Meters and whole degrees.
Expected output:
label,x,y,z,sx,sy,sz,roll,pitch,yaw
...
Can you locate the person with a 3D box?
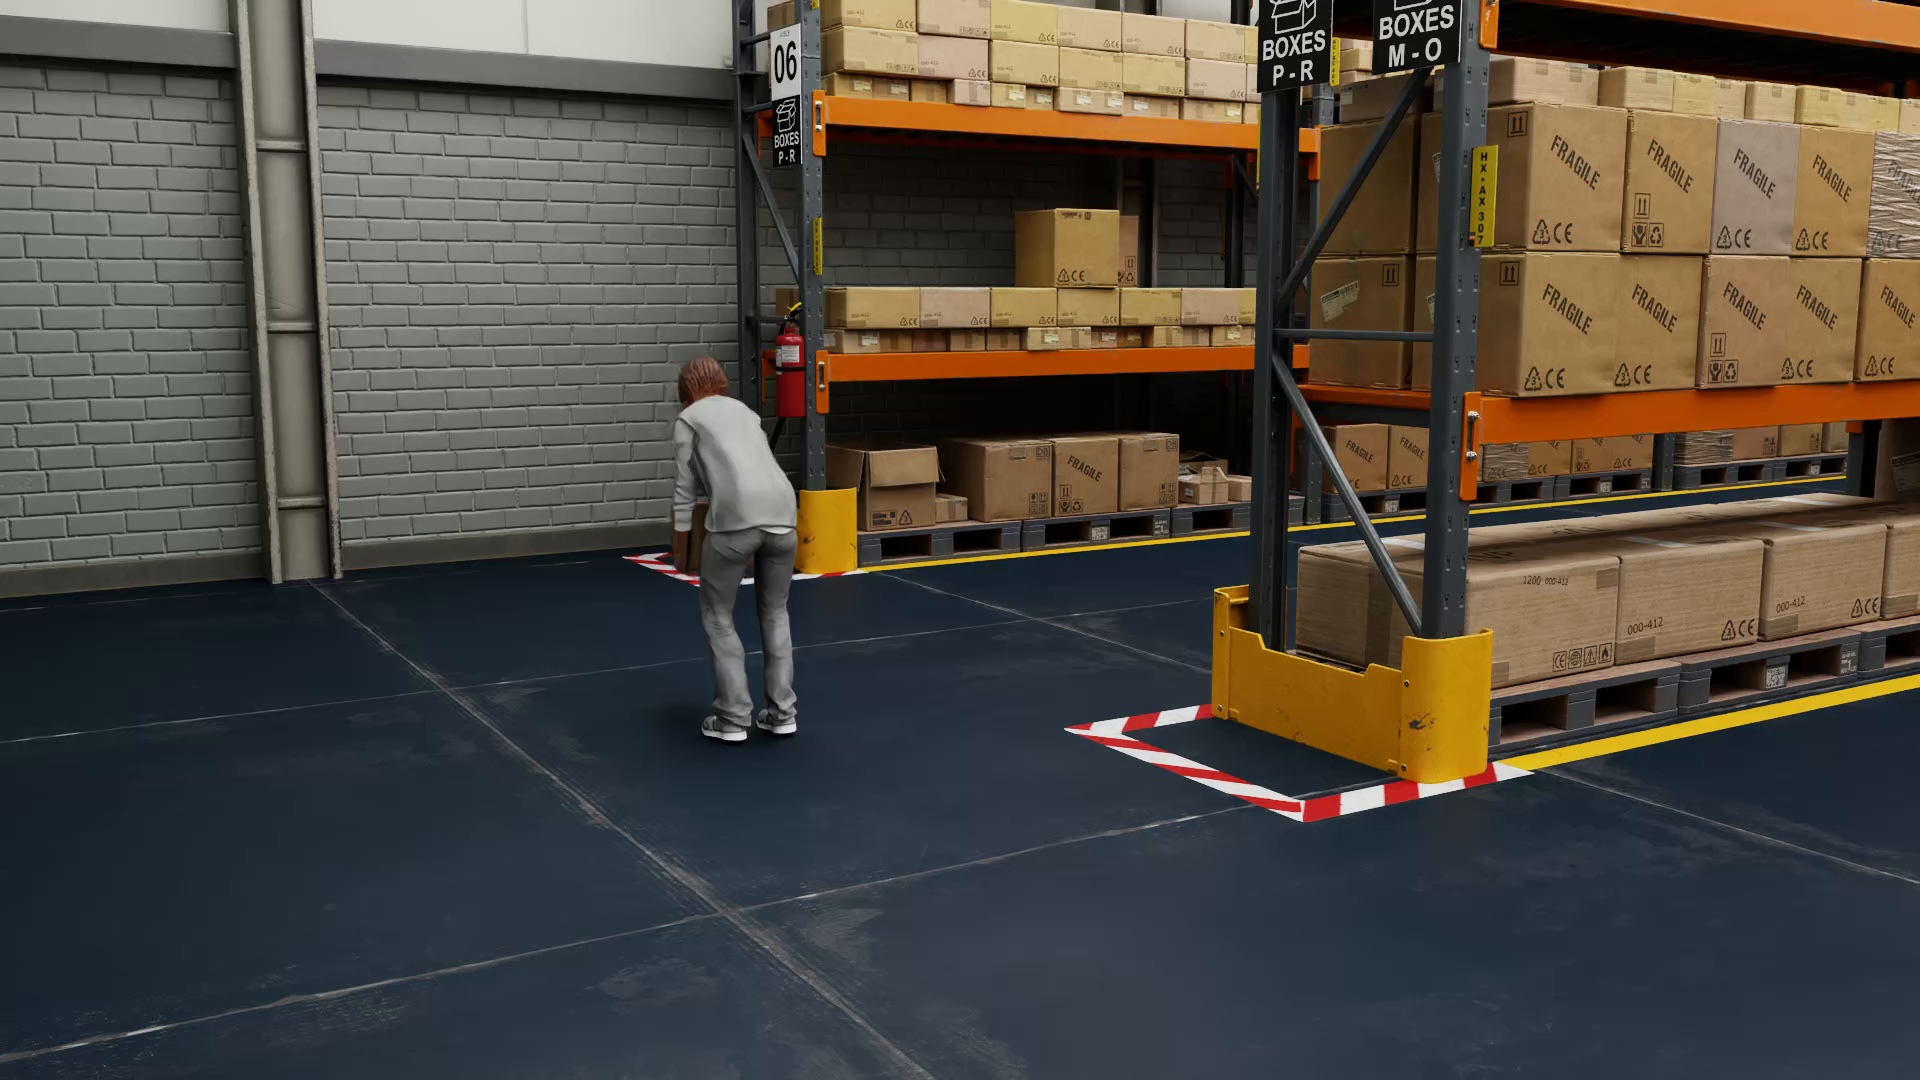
label,x,y,z,sx,sy,sz,roll,pitch,yaw
person,-0.872,0.029,6.337,0.375,1.409,0.691,-5,10,-32
